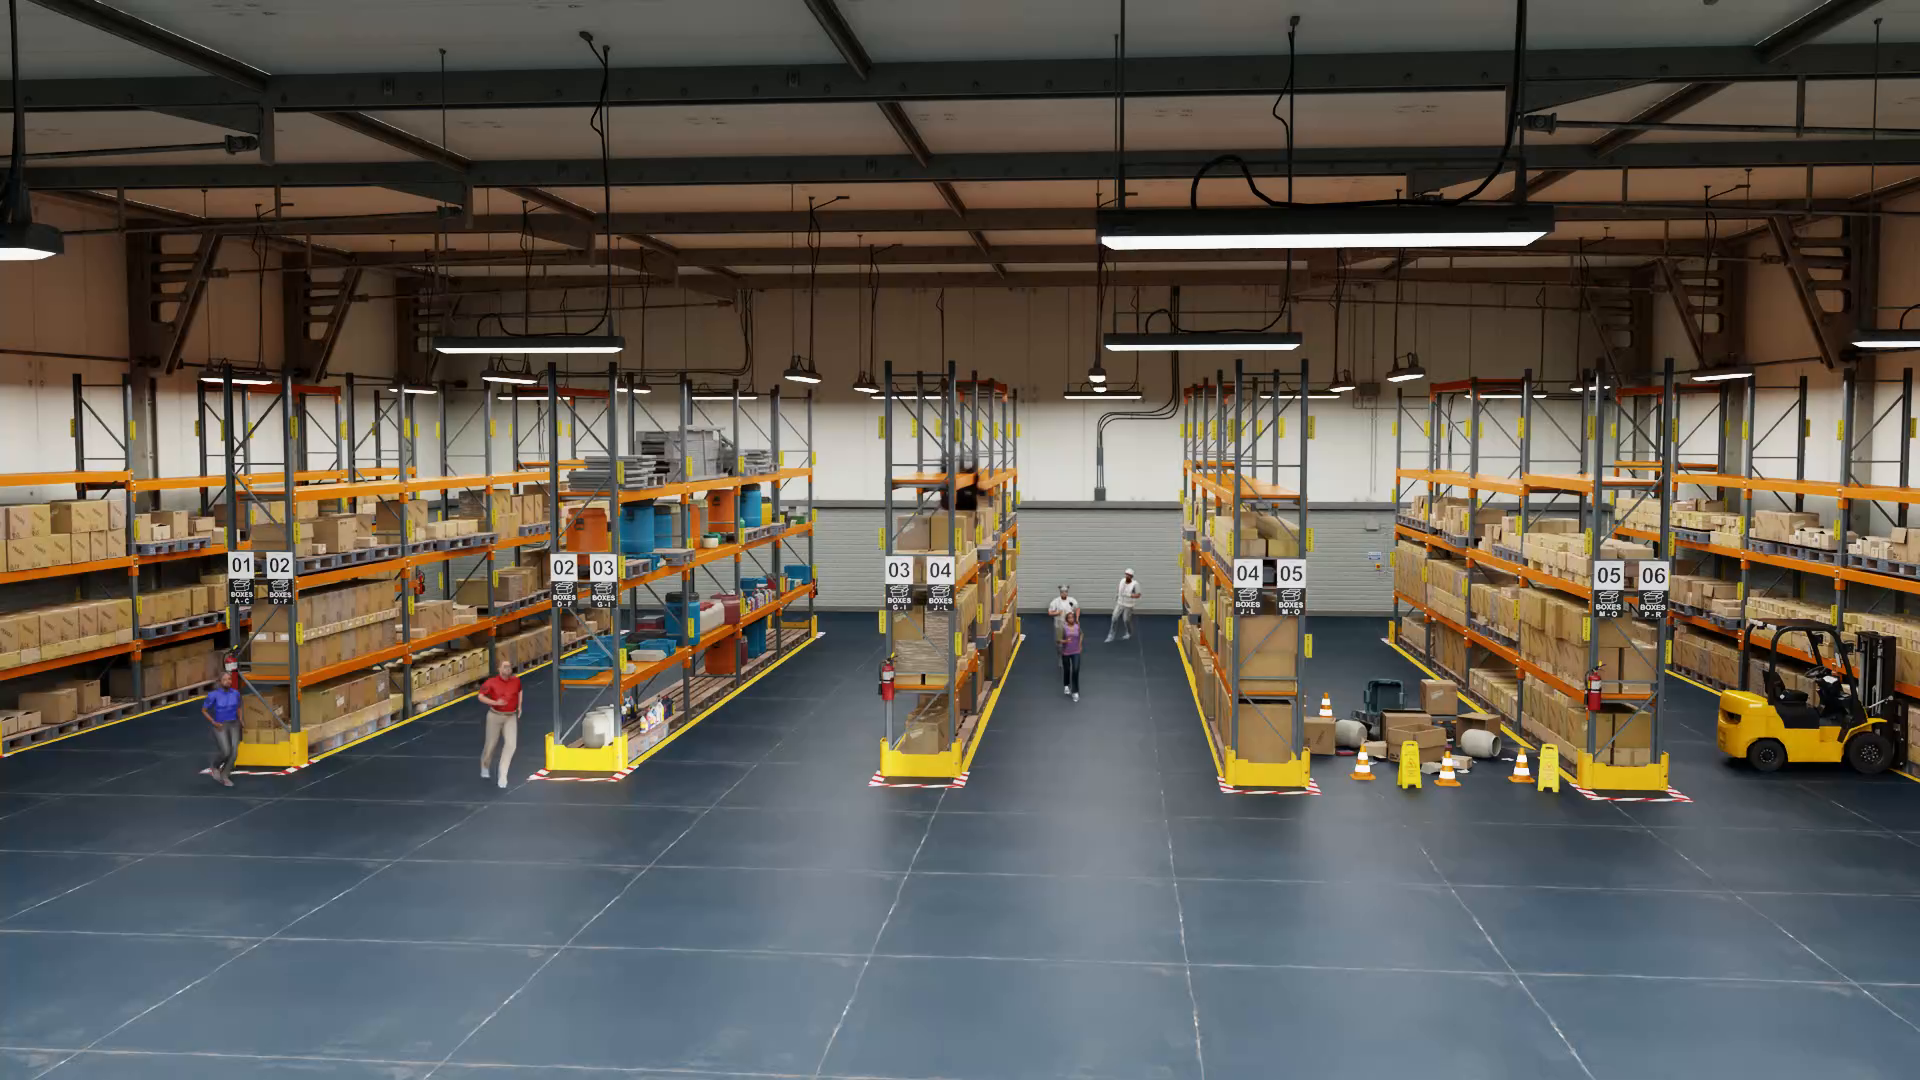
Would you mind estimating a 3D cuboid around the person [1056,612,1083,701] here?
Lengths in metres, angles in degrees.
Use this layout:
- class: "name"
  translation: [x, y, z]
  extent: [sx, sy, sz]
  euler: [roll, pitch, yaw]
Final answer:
- class: "person"
  translation: [2.055, 2.146, 31.016]
  extent: [0.531, 1.621, 0.805]
  euler: [0, 4, -4]

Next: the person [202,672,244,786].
- class: "person"
  translation: [-10.332, 2.712, 23.431]
  extent: [0.478, 1.535, 0.545]
  euler: [3, 5, 40]

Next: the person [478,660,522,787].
- class: "person"
  translation: [-6.526, 2.585, 23.709]
  extent: [0.688, 1.768, 0.793]
  euler: [-2, 4, -31]

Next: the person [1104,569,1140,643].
- class: "person"
  translation: [3.920, 1.534, 39.148]
  extent: [0.751, 1.744, 0.918]
  euler: [3, 5, 35]

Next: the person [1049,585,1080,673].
- class: "person"
  translation: [2.169, 1.824, 34.642]
  extent: [0.649, 1.812, 0.914]
  euler: [0, 4, 4]
